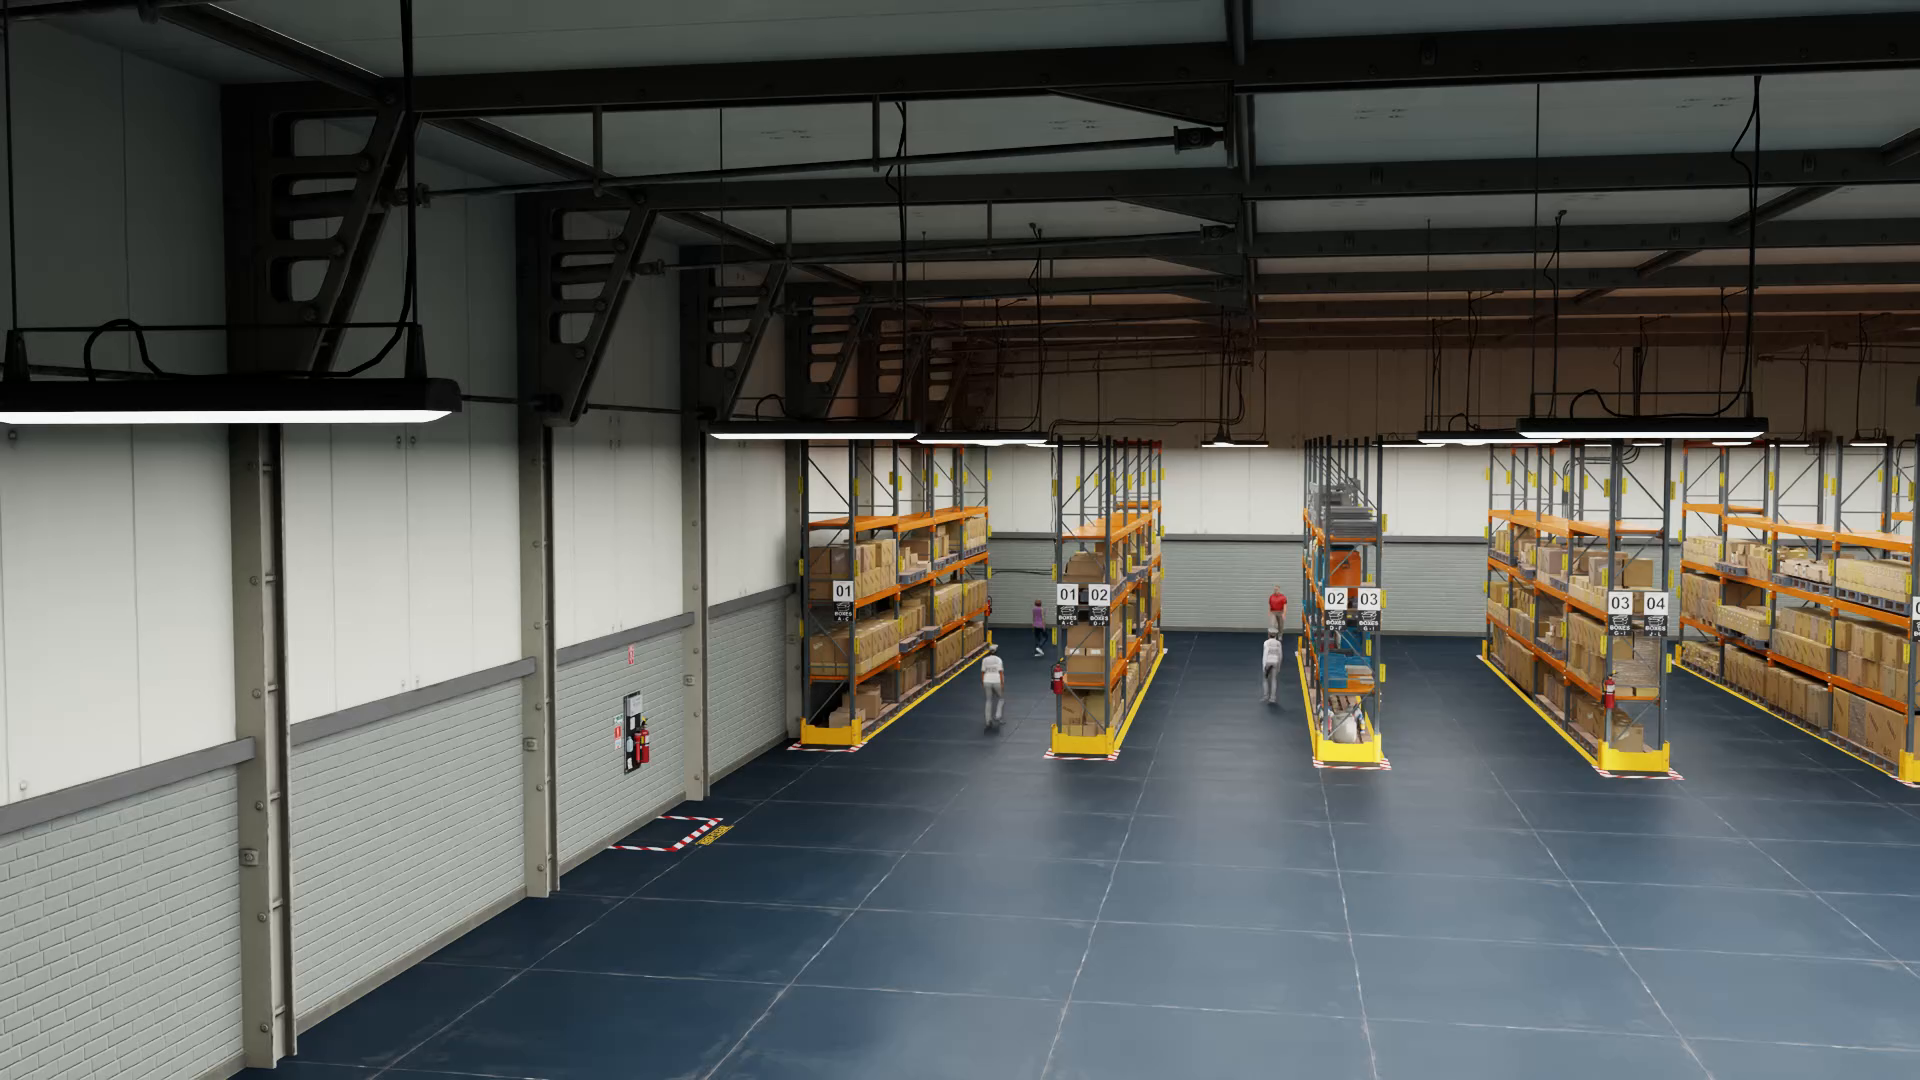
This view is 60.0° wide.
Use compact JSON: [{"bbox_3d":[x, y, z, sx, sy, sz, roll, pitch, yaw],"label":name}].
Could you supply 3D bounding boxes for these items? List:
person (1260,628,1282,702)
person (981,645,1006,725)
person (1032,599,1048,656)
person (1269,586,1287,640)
[{"bbox_3d":[7.092,2.865,37.762,0.478,1.729,0.592,0,3,0],"label":"person"},{"bbox_3d":[0.679,3.027,34.616,0.514,1.673,0.522,1,3,19],"label":"person"},{"bbox_3d":[2.170,2.432,46.055,0.453,1.592,0.447,2,4,29],"label":"person"},{"bbox_3d":[9.429,2.203,49.357,0.550,1.659,1.084,1,3,13],"label":"person"}]
